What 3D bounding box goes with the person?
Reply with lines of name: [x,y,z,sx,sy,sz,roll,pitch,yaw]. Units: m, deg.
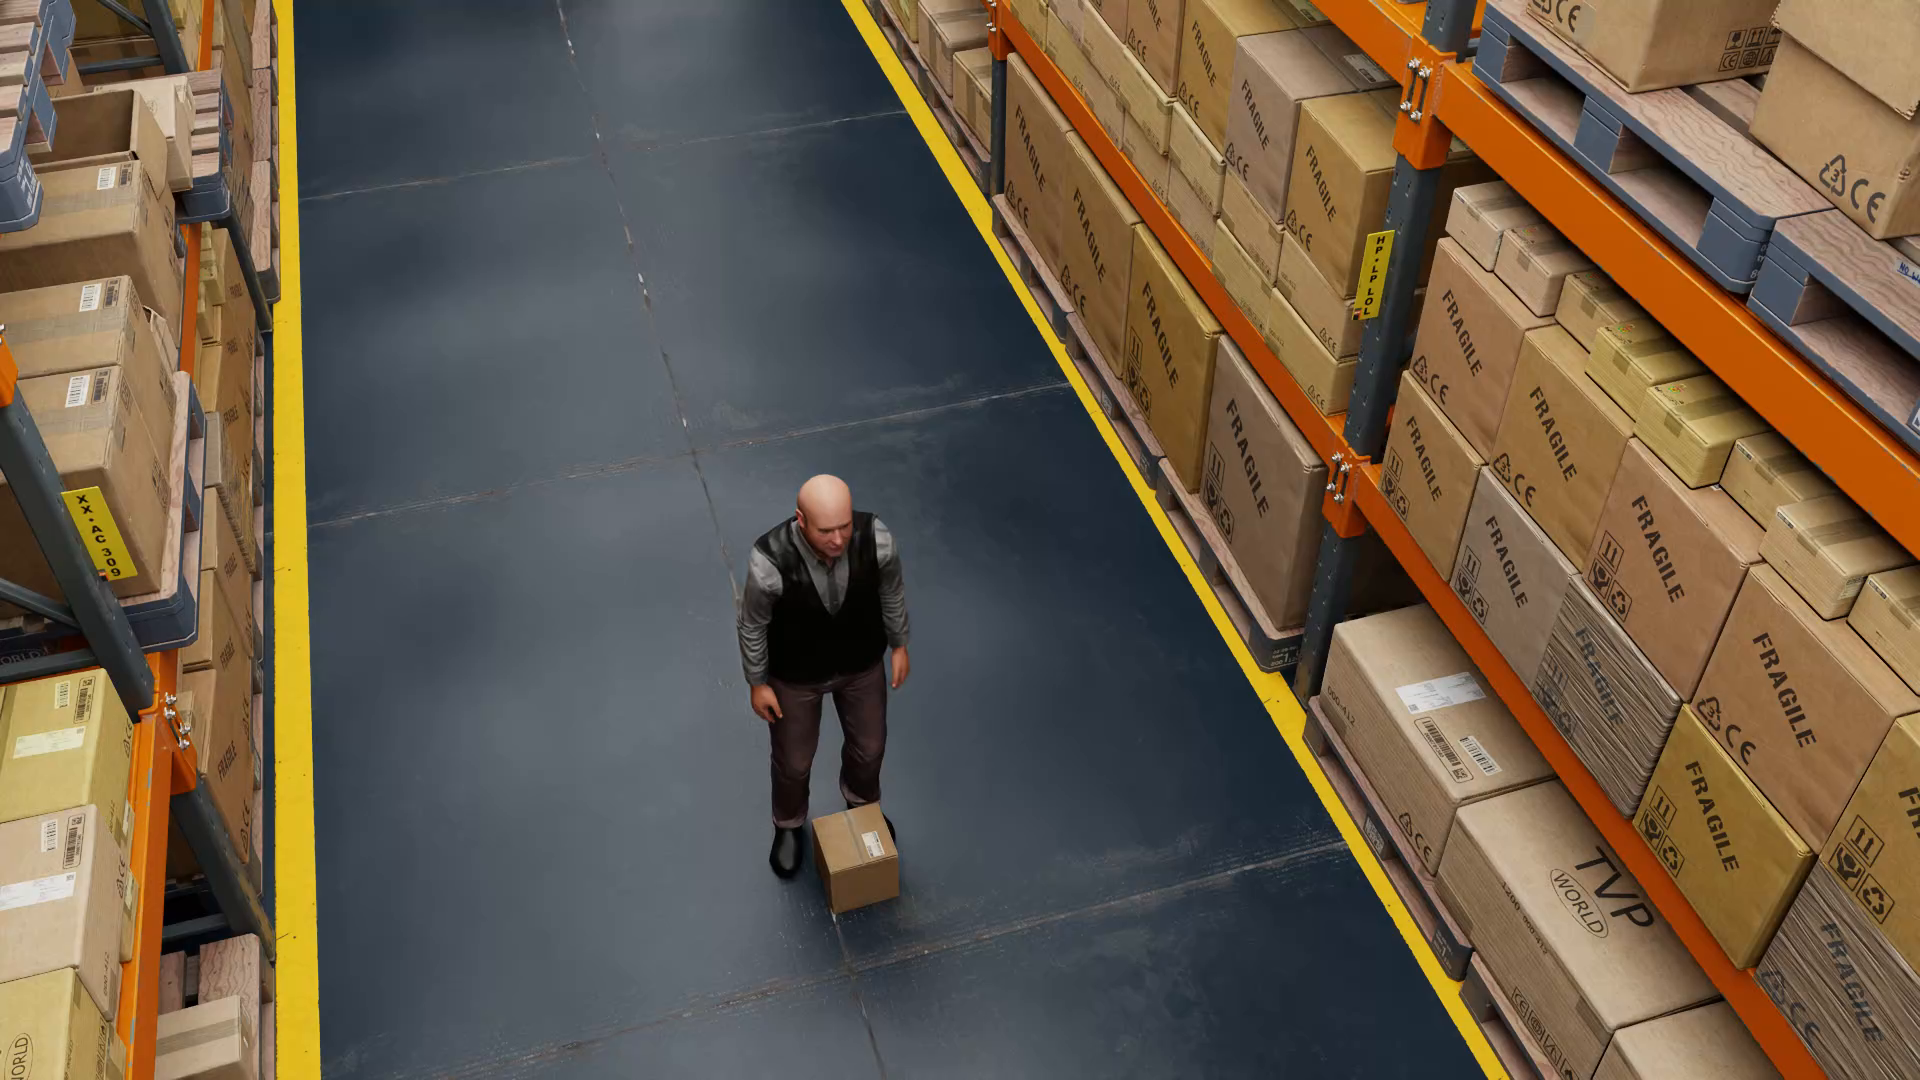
person: [-0.451,0.438,5.690,0.592,1.722,0.369,-14,44,-15]
